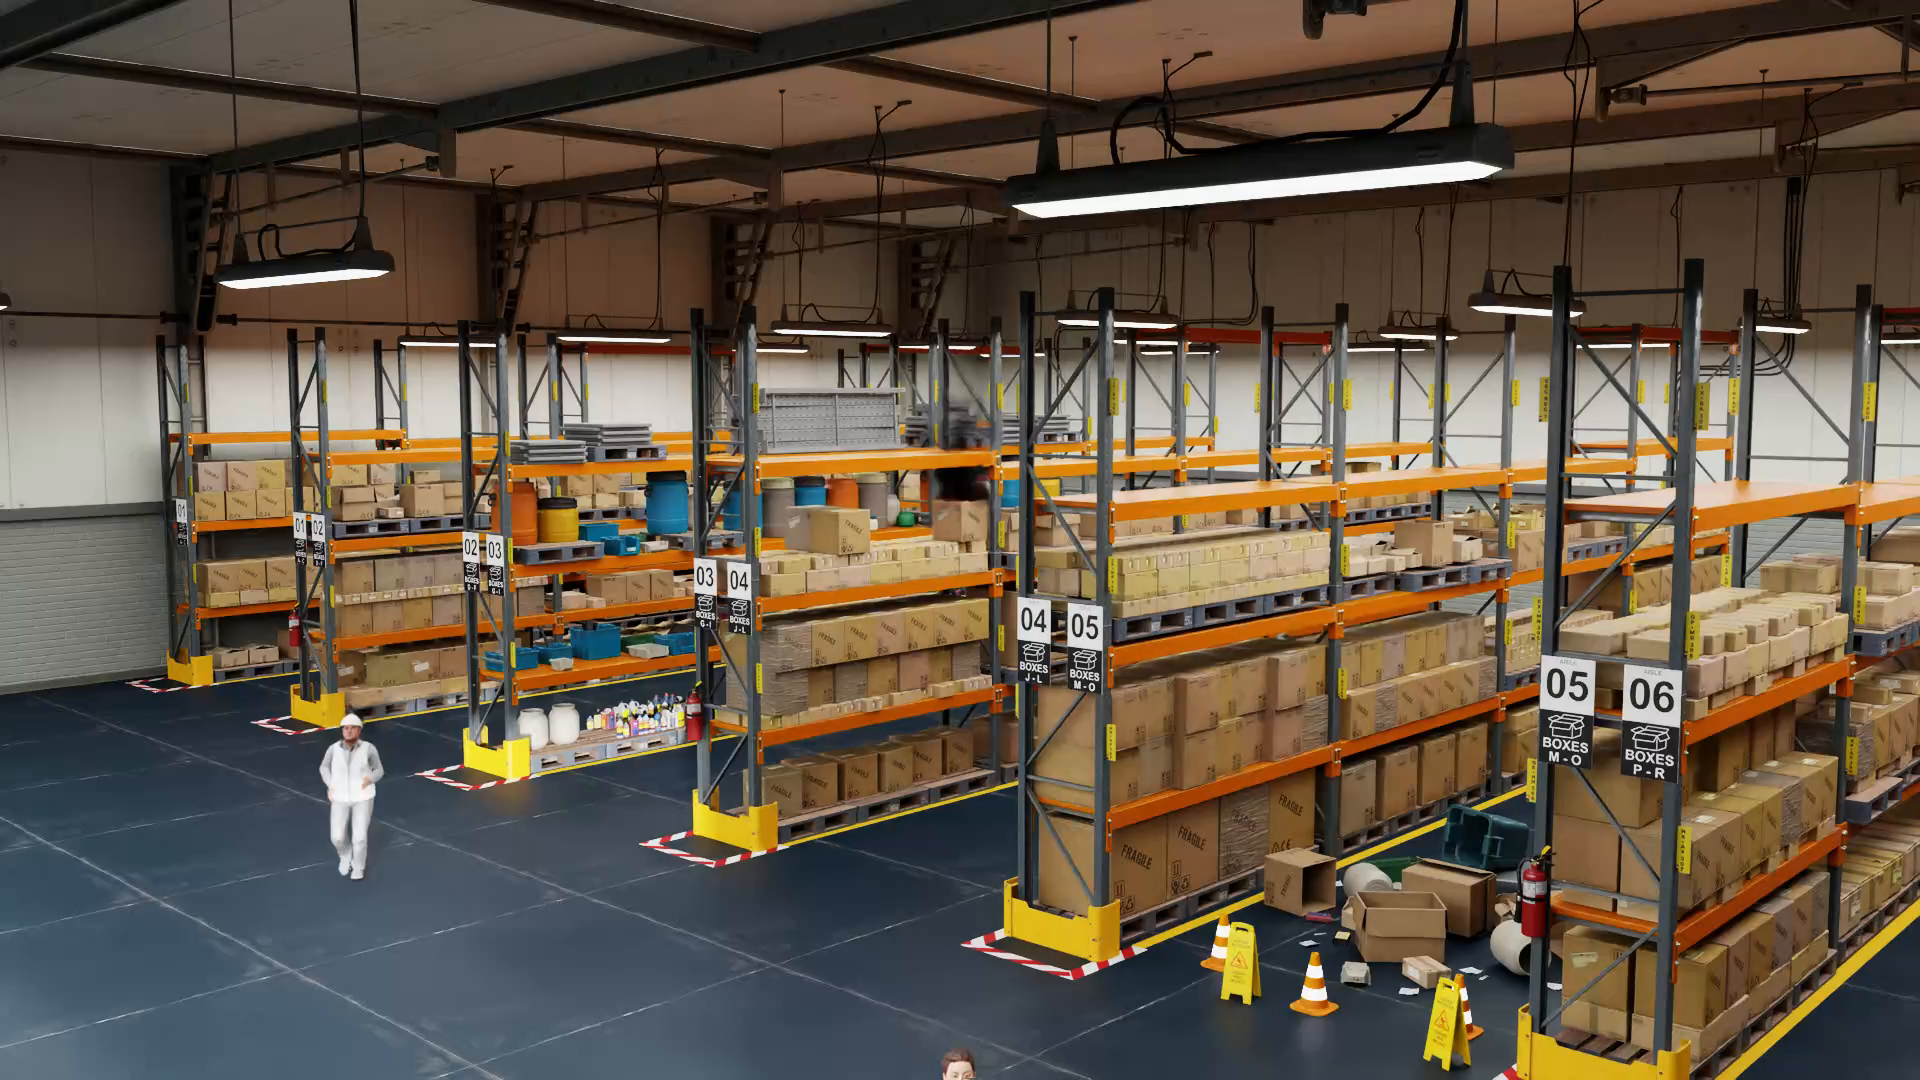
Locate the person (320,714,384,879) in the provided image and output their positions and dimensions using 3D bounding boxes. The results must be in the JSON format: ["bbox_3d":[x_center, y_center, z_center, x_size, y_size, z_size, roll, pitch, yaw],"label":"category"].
[{"bbox_3d":[-6.310,2.679,17.227,0.651,1.727,0.576,-1,6,-13],"label":"person"}]

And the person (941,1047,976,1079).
[{"bbox_3d":[-0.017,3.508,8.789,0.549,1.659,0.656,-1,5,-10],"label":"person"}]

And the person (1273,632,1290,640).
[{"bbox_3d":[4.496,2.119,23.563,0.603,1.655,0.546,4,7,39],"label":"person"}]
